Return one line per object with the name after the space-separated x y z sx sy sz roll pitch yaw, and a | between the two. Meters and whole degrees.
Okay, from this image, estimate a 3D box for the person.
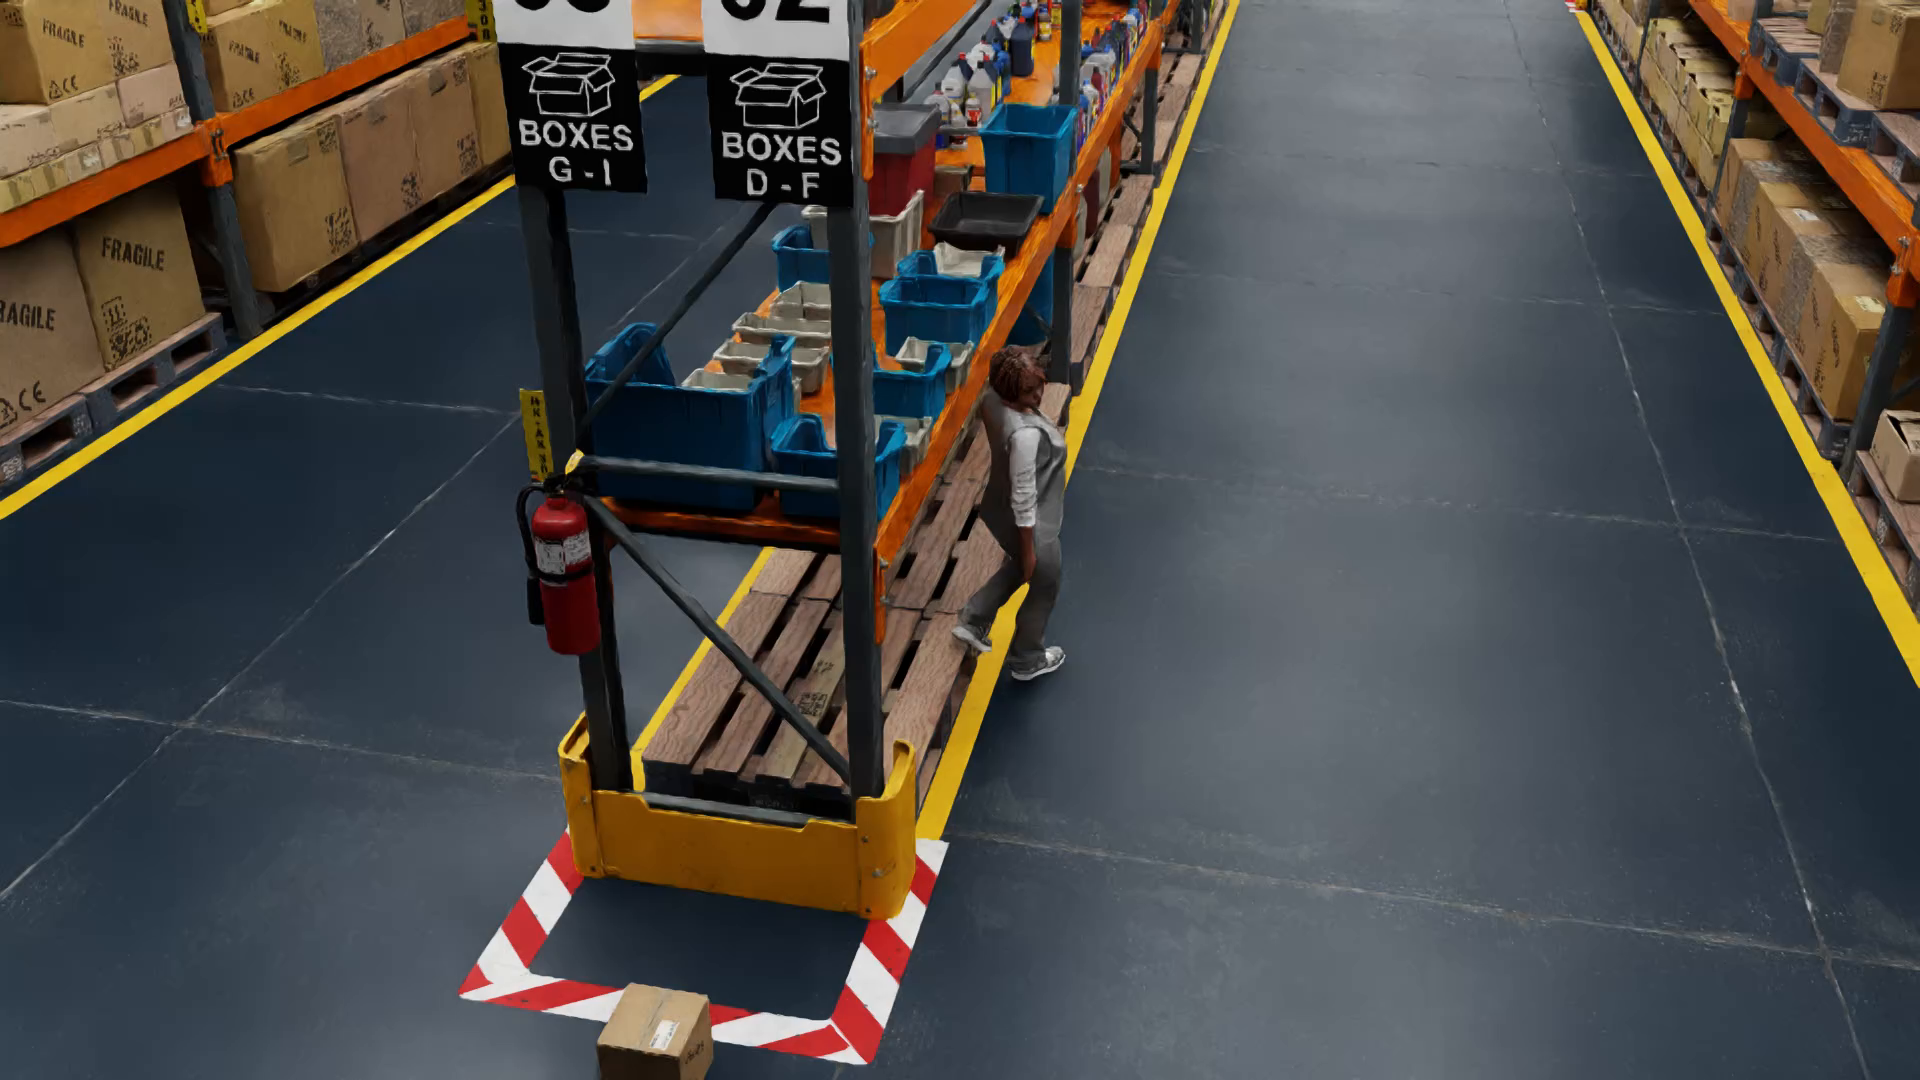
0.257 -0.065 6.351 0.509 1.551 0.487 -11 31 -19 | person
